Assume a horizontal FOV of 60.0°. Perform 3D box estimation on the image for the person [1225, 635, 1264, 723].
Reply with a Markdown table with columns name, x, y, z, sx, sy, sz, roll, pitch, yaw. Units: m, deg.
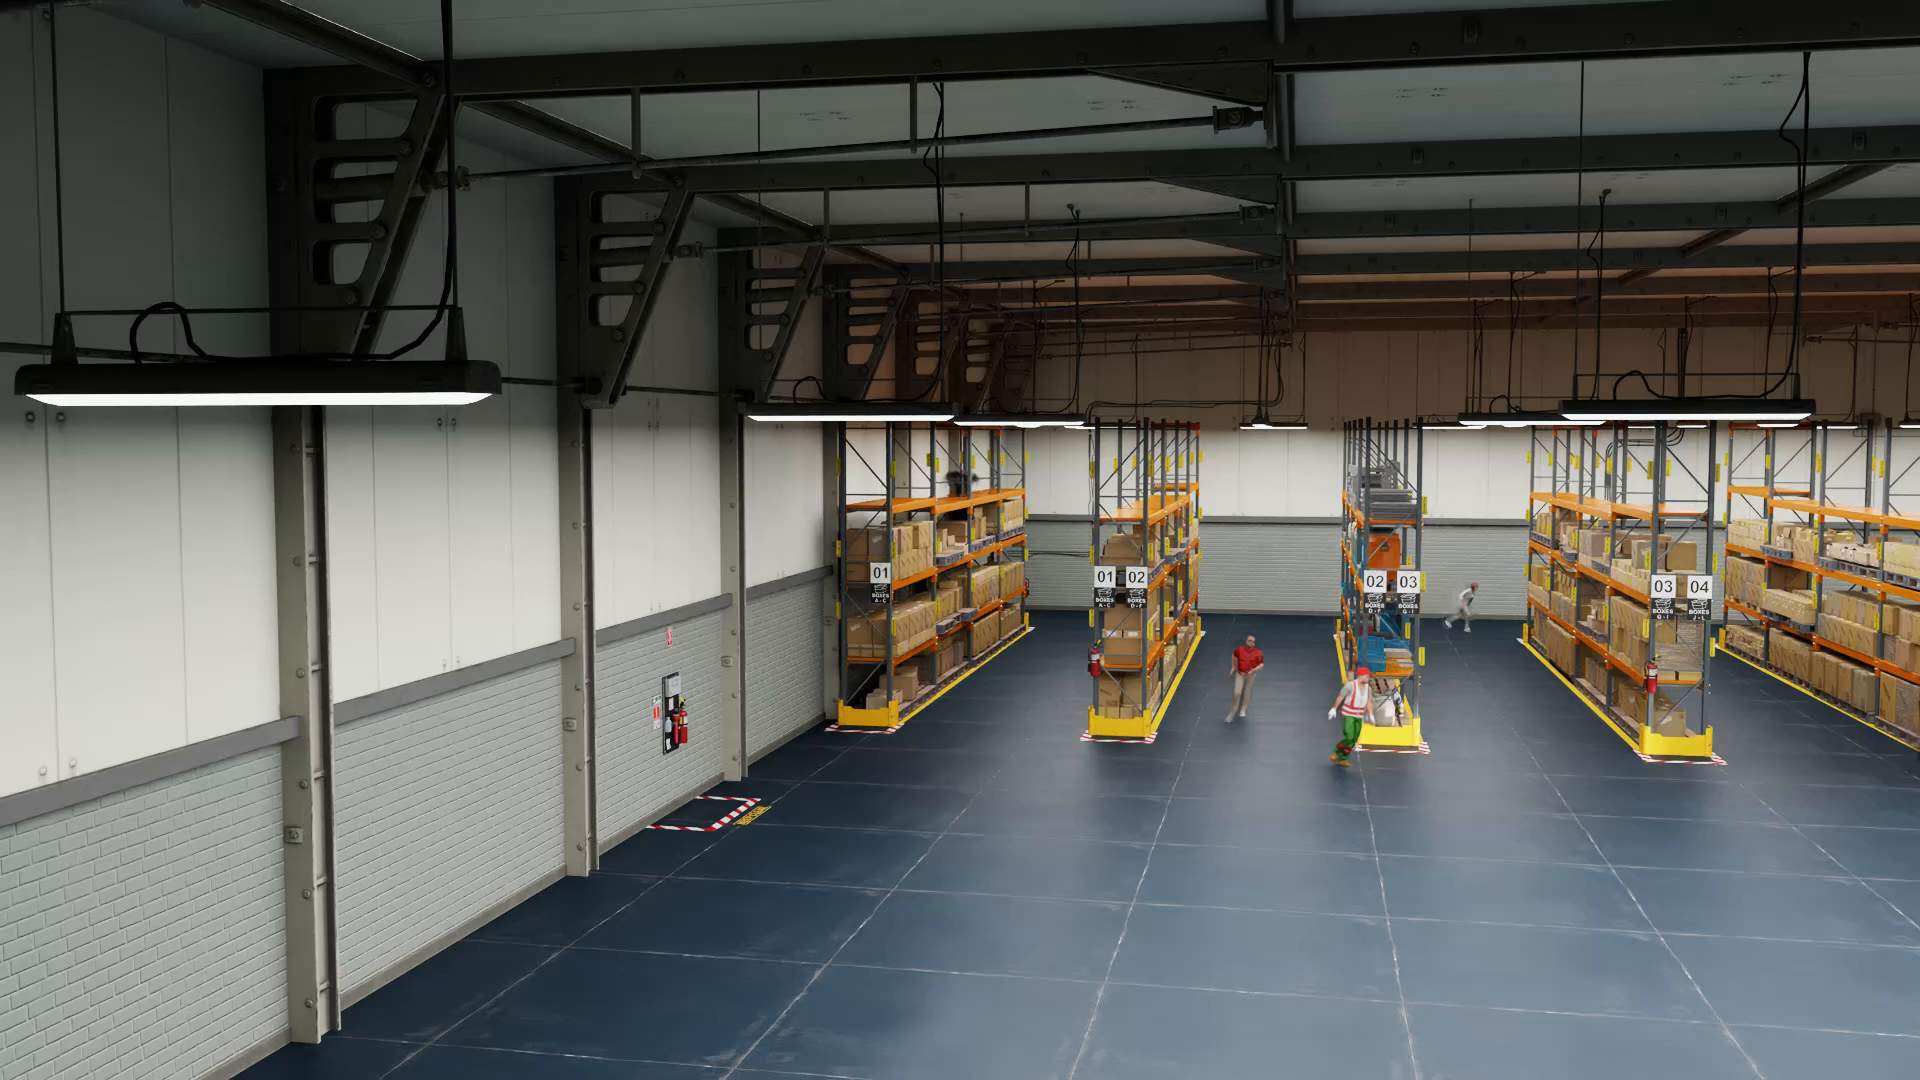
| name | x | y | z | sx | sy | sz | roll | pitch | yaw |
| --- | --- | --- | --- | --- | --- | --- | --- | --- | --- |
| person | 5.627 | 2.732 | 32.885 | 0.733 | 1.709 | 0.841 | 1 | 4 | 10 |

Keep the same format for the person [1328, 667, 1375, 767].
| name | x | y | z | sx | sy | sz | roll | pitch | yaw |
| --- | --- | --- | --- | --- | --- | --- | --- | --- | --- |
| person | 6.704 | 3.015 | 28.378 | 0.679 | 1.731 | 0.618 | -2 | 4 | -26 |

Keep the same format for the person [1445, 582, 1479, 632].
| name | x | y | z | sx | sy | sz | roll | pitch | yaw |
| --- | --- | --- | --- | --- | --- | --- | --- | --- | --- |
| person | 14.452 | 1.915 | 47.879 | 0.534 | 1.443 | 0.979 | -4 | 5 | -44 |
